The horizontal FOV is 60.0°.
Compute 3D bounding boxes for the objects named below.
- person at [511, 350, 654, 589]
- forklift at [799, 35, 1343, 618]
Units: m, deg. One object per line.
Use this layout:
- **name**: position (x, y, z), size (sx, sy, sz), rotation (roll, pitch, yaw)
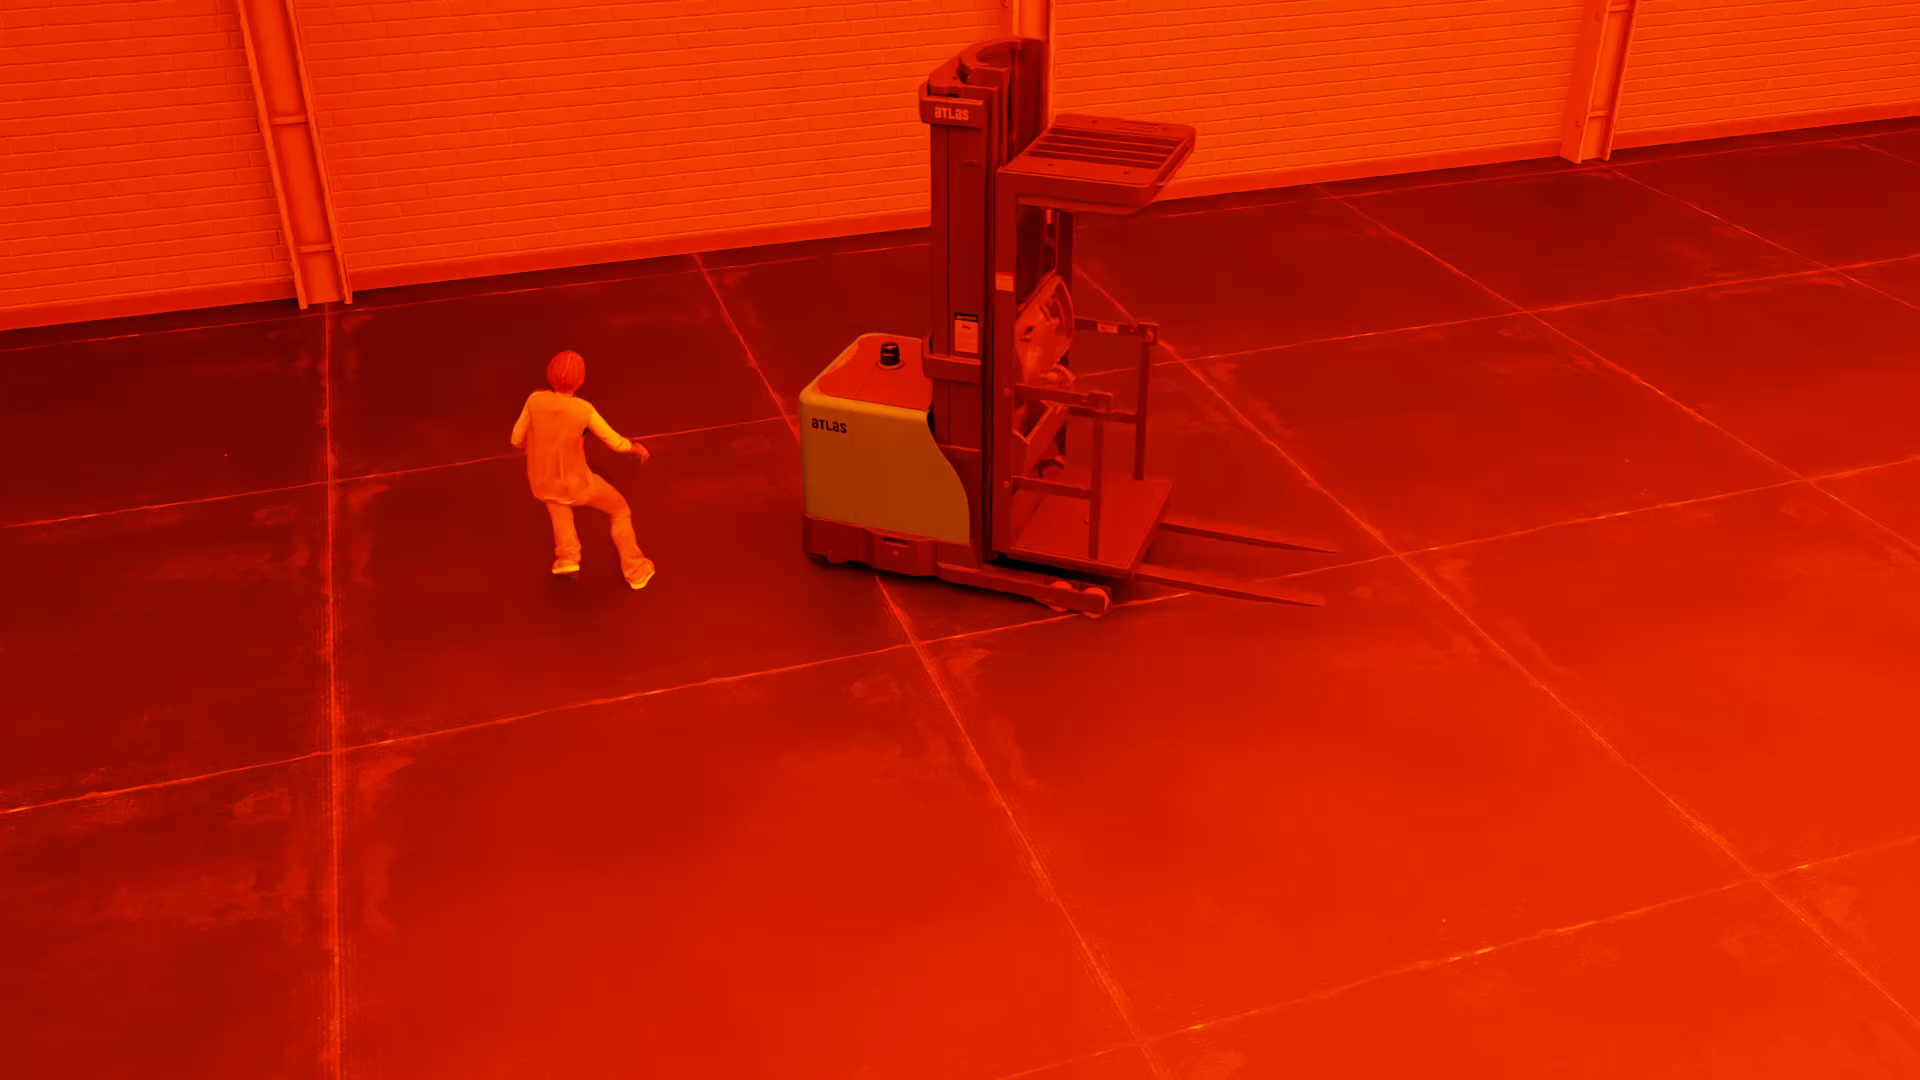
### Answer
- **person**: position (-2.115, -0.398, 9.237), size (0.662, 1.466, 0.547), rotation (3, 30, 5)
- **forklift**: position (0.651, -1.137, 9.062), size (3.031, 2.935, 1.130), rotation (10, 31, 17)
